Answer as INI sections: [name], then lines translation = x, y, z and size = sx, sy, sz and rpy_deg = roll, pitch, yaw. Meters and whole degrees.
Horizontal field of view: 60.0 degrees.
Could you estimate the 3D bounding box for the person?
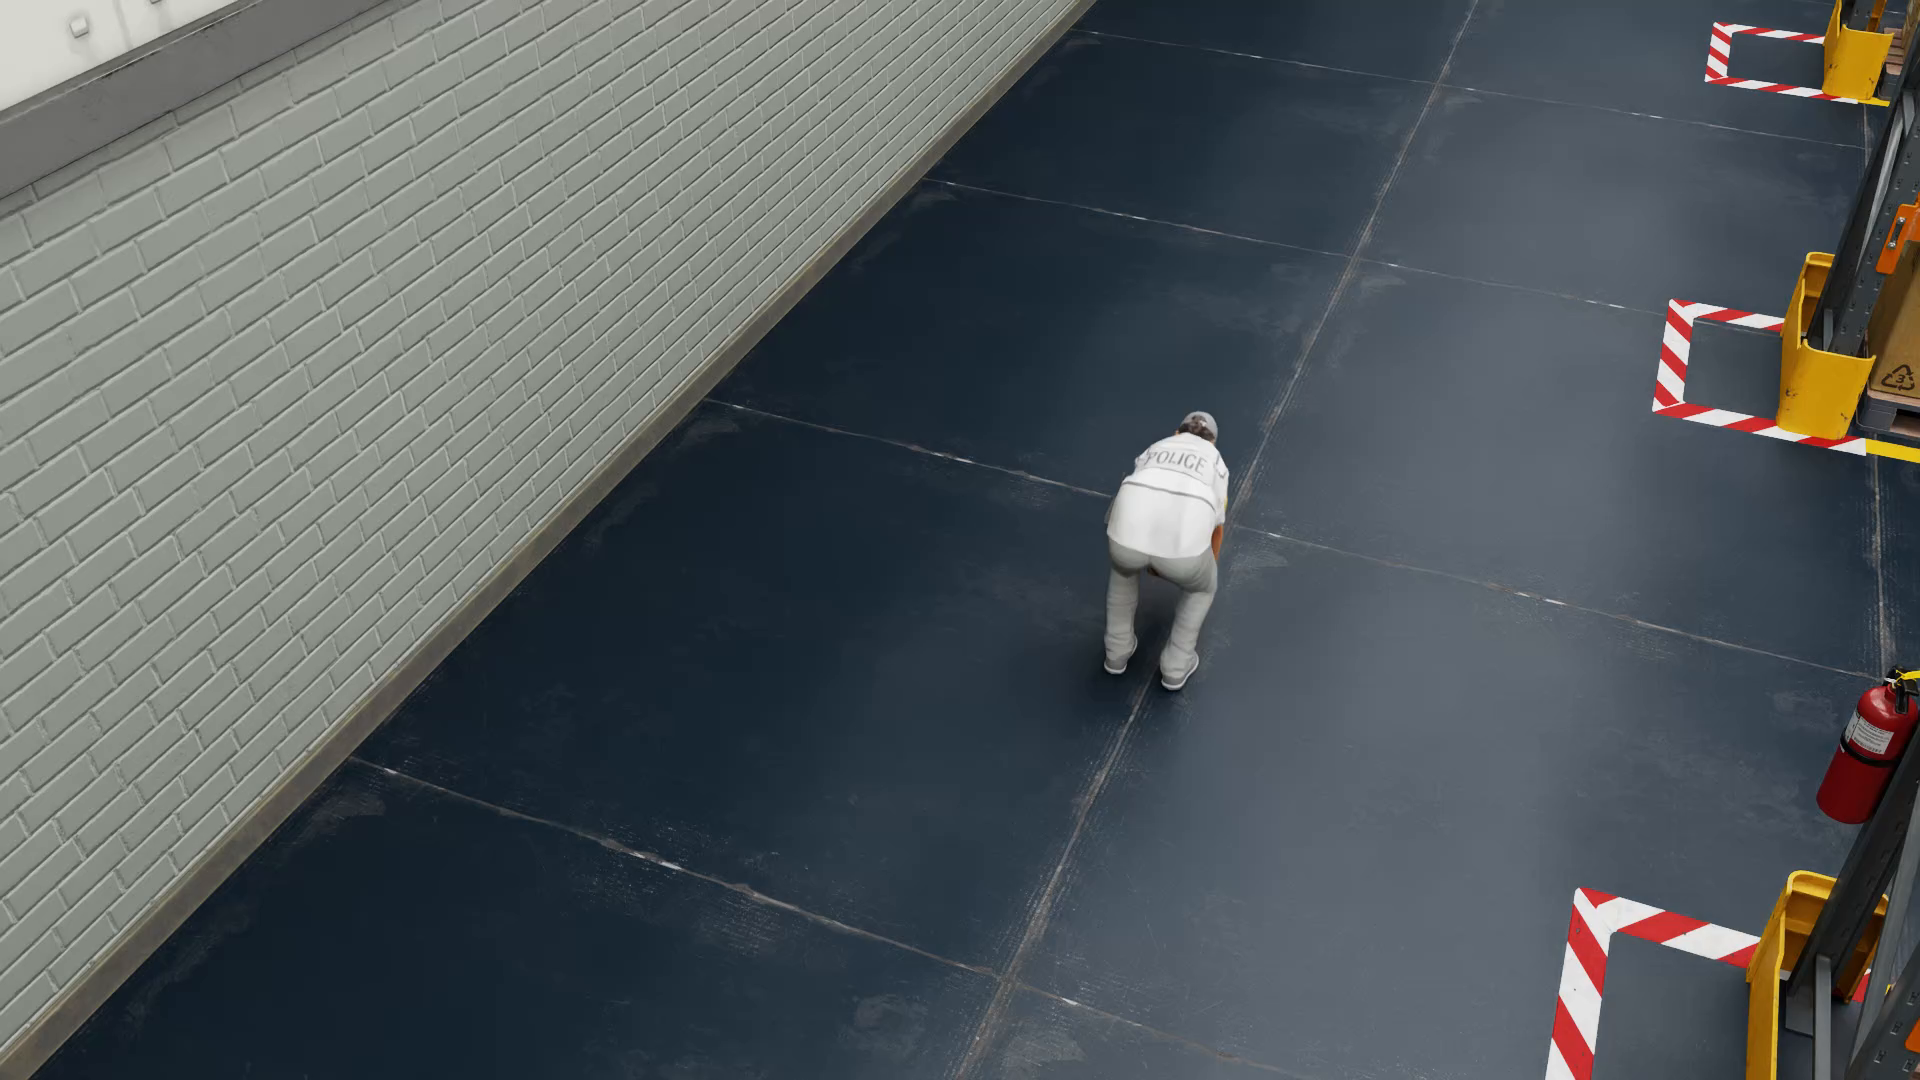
[person]
translation = 0.921, 0.031, 7.284
size = 0.482, 1.048, 0.952
rpy_deg = 13, 40, 16
